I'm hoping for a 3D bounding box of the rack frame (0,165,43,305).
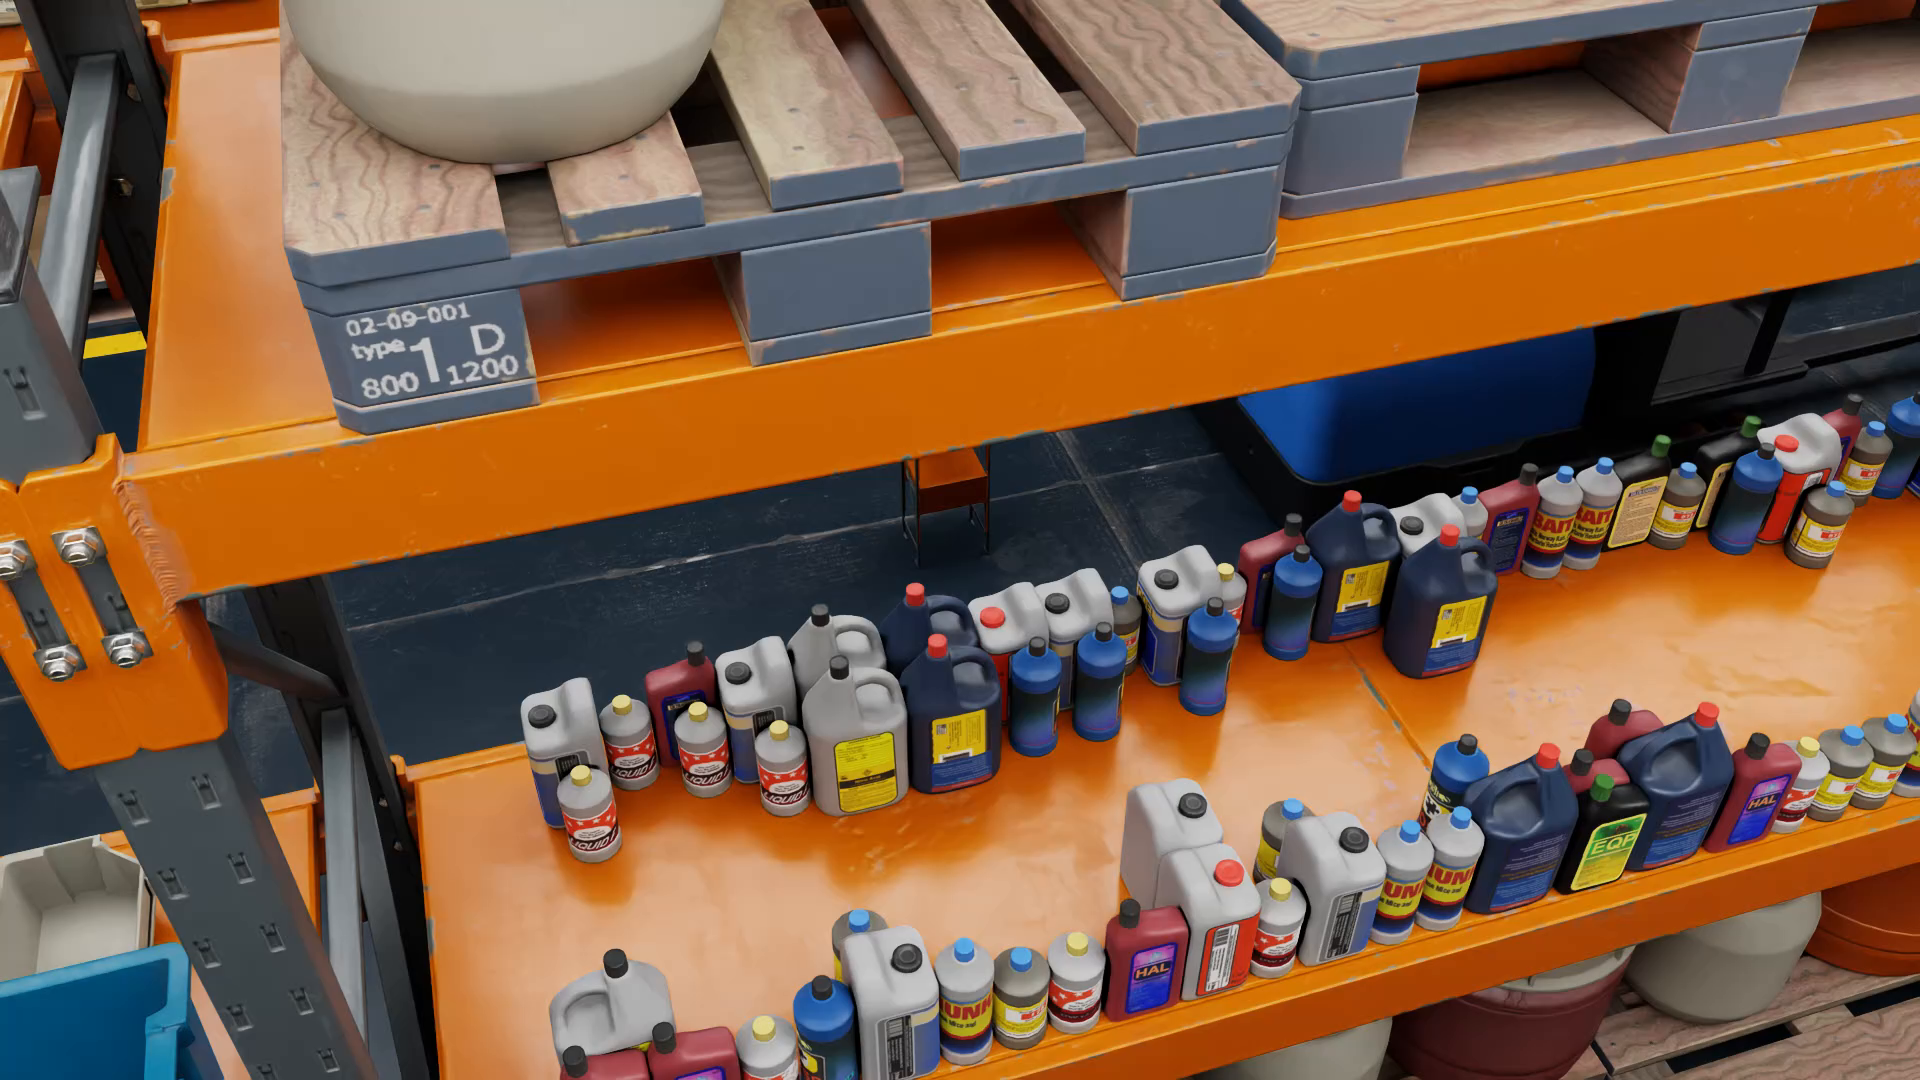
[{"bbox_3d":[-1.017,-1.634,0.781,0.127,3.000,1.000,-12,42,-13],"label":"rack frame"}]

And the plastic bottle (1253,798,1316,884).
[{"bbox_3d":[0.588,0.544,2.999,0.097,0.201,0.097,0,41,0],"label":"plastic bottle"}]

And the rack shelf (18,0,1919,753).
[{"bbox_3d":[0.891,-0.629,2.457,4.000,0.370,1.077,-12,42,-13],"label":"rack shelf"}]

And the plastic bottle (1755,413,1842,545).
[{"bbox_3d":[1.847,-0.145,3.730,0.135,0.276,0.152,-12,42,-13],"label":"plastic bottle"}]

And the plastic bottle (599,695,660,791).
[{"bbox_3d":[-0.636,0.379,3.188,0.097,0.201,0.097,0,41,0],"label":"plastic bottle"}]

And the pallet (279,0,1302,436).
[{"bbox_3d":[-0.299,-0.650,2.078,1.003,0.211,1.213,-12,42,-13],"label":"pallet"}]

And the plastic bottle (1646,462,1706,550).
[{"bbox_3d":[1.601,-0.085,3.718,0.097,0.201,0.097,0,41,0],"label":"plastic bottle"}]

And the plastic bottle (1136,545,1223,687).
[{"bbox_3d":[0.441,0.146,3.397,0.135,0.276,0.152,-12,42,-13],"label":"plastic bottle"}]

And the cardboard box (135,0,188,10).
[{"bbox_3d":[-2.943,-2.072,6.032,0.250,0.149,0.380,-11,42,-12],"label":"cardboard box"}]

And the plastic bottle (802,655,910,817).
[{"bbox_3d":[-0.195,0.347,3.111,0.185,0.351,0.144,-12,42,-13],"label":"plastic bottle"}]

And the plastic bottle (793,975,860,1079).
[{"bbox_3d":[-0.214,0.789,2.665,0.097,0.271,0.097,0,41,0],"label":"plastic bottle"}]

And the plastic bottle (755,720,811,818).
[{"bbox_3d":[-0.335,0.421,3.139,0.097,0.201,0.097,0,41,0],"label":"plastic bottle"}]

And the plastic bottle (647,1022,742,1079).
[{"bbox_3d":[-0.412,0.838,2.600,0.133,0.283,0.061,-12,42,-13],"label":"plastic bottle"}]

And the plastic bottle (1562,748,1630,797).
[{"bbox_3d":[1.129,0.476,3.013,0.133,0.283,0.061,-12,42,-13],"label":"plastic bottle"}]

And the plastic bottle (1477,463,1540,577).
[{"bbox_3d":[1.173,-0.039,3.604,0.133,0.283,0.061,-12,42,-13],"label":"plastic bottle"}]

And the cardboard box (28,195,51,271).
[{"bbox_3d":[-4.017,-1.583,6.578,0.875,0.875,0.875,-12,42,-13],"label":"cardboard box"}]

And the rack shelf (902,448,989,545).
[{"bbox_3d":[-0.051,-0.168,5.582,0.240,0.259,0.215,-12,42,-13],"label":"rack shelf"}]

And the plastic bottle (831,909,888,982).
[{"bbox_3d":[-0.167,0.700,2.820,0.097,0.201,0.097,0,41,0],"label":"plastic bottle"}]

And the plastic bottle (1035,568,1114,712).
[{"bbox_3d":[0.220,0.192,3.344,0.135,0.276,0.152,-12,42,-13],"label":"plastic bottle"}]

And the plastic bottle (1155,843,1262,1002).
[{"bbox_3d":[0.422,0.636,2.836,0.135,0.276,0.152,-12,42,-13],"label":"plastic bottle"}]

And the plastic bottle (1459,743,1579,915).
[{"bbox_3d":[0.983,0.495,2.941,0.185,0.351,0.144,-12,42,-13],"label":"plastic bottle"}]

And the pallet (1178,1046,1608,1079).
[{"bbox_3d":[0.897,1.305,4.096,1.213,0.211,1.003,-12,42,-13],"label":"pallet"}]

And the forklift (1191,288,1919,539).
[{"bbox_3d":[2.398,-1.679,5.444,3.031,2.935,1.130,-13,43,-14],"label":"forklift"}]

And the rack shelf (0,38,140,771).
[{"bbox_3d":[-2.925,0.161,1.552,4.000,0.370,1.077,-12,42,-13],"label":"rack shelf"}]

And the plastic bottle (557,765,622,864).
[{"bbox_3d":[-0.683,0.493,3.056,0.097,0.201,0.097,0,41,0],"label":"plastic bottle"}]

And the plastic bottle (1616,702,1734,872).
[{"bbox_3d":[1.286,0.432,3.013,0.185,0.351,0.144,-12,42,-13],"label":"plastic bottle"}]

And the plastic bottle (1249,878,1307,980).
[{"bbox_3d":[0.541,0.658,2.867,0.097,0.201,0.097,0,41,0],"label":"plastic bottle"}]

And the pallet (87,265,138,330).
[{"bbox_3d":[-3.254,-1.332,7.114,1.213,0.211,1.003,-12,42,-13],"label":"pallet"}]

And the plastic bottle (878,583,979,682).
[{"bbox_3d":[-0.062,0.220,3.256,0.185,0.351,0.144,-12,42,-13],"label":"plastic bottle"}]

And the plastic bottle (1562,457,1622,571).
[{"bbox_3d":[1.381,-0.065,3.643,0.097,0.271,0.097,0,41,0],"label":"plastic bottle"}]

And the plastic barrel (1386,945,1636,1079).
[{"bbox_3d":[1.260,0.915,3.937,0.708,0.588,0.600,-12,42,-13],"label":"plastic barrel"}]

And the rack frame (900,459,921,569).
[{"bbox_3d":[-0.167,-0.361,5.365,0.008,1.050,0.200,-12,42,-13],"label":"rack frame"}]

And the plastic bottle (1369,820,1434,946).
[{"bbox_3d":[0.762,0.586,2.897,0.097,0.271,0.097,0,41,0],"label":"plastic bottle"}]

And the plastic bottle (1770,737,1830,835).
[{"bbox_3d":[1.555,0.448,3.108,0.097,0.201,0.097,0,41,0],"label":"plastic bottle"}]

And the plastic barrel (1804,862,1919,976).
[{"bbox_3d":[2.337,0.601,4.113,0.708,0.830,0.600,-12,42,-13],"label":"plastic barrel"}]

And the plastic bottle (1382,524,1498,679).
[{"bbox_3d":[0.986,0.108,3.385,0.185,0.351,0.144,-12,42,-13],"label":"plastic bottle"}]

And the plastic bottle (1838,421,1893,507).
[{"bbox_3d":[2.077,-0.183,3.831,0.097,0.201,0.097,0,41,0],"label":"plastic bottle"}]

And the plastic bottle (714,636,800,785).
[{"bbox_3d":[-0.390,0.319,3.200,0.135,0.276,0.152,-12,42,-13],"label":"plastic bottle"}]

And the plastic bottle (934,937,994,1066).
[{"bbox_3d":[0.007,0.743,2.718,0.097,0.271,0.097,0,41,0],"label":"plastic bottle"}]

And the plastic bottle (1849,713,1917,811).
[{"bbox_3d":[1.741,0.410,3.152,0.097,0.201,0.097,0,41,0],"label":"plastic bottle"}]

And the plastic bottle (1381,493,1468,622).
[{"bbox_3d":[0.966,0.038,3.521,0.135,0.276,0.152,-12,42,-13],"label":"plastic bottle"}]

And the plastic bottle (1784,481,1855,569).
[{"bbox_3d":[1.902,-0.042,3.669,0.097,0.201,0.097,0,41,0],"label":"plastic bottle"}]

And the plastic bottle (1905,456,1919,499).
[{"bbox_3d":[2.288,-0.236,3.835,0.135,0.276,0.152,-12,42,-13],"label":"plastic bottle"}]

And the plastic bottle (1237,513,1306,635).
[{"bbox_3d":[0.648,0.069,3.479,0.133,0.283,0.061,-12,42,-13],"label":"plastic bottle"}]

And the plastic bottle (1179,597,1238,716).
[{"bbox_3d":[0.496,0.223,3.313,0.097,0.271,0.097,0,41,0],"label":"plastic bottle"}]

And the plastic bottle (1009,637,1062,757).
[{"bbox_3d":[0.146,0.295,3.230,0.097,0.271,0.097,0,41,0],"label":"plastic bottle"}]

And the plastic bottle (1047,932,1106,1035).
[{"bbox_3d":[0.192,0.731,2.785,0.097,0.201,0.097,0,41,0],"label":"plastic bottle"}]

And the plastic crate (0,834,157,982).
[{"bbox_3d":[-1.504,0.704,2.819,0.243,0.136,0.396,-12,42,-13],"label":"plastic crate"}]

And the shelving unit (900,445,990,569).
[{"bbox_3d":[-0.051,-0.385,5.392,0.252,1.050,0.215,-12,42,-13],"label":"shelving unit"}]
